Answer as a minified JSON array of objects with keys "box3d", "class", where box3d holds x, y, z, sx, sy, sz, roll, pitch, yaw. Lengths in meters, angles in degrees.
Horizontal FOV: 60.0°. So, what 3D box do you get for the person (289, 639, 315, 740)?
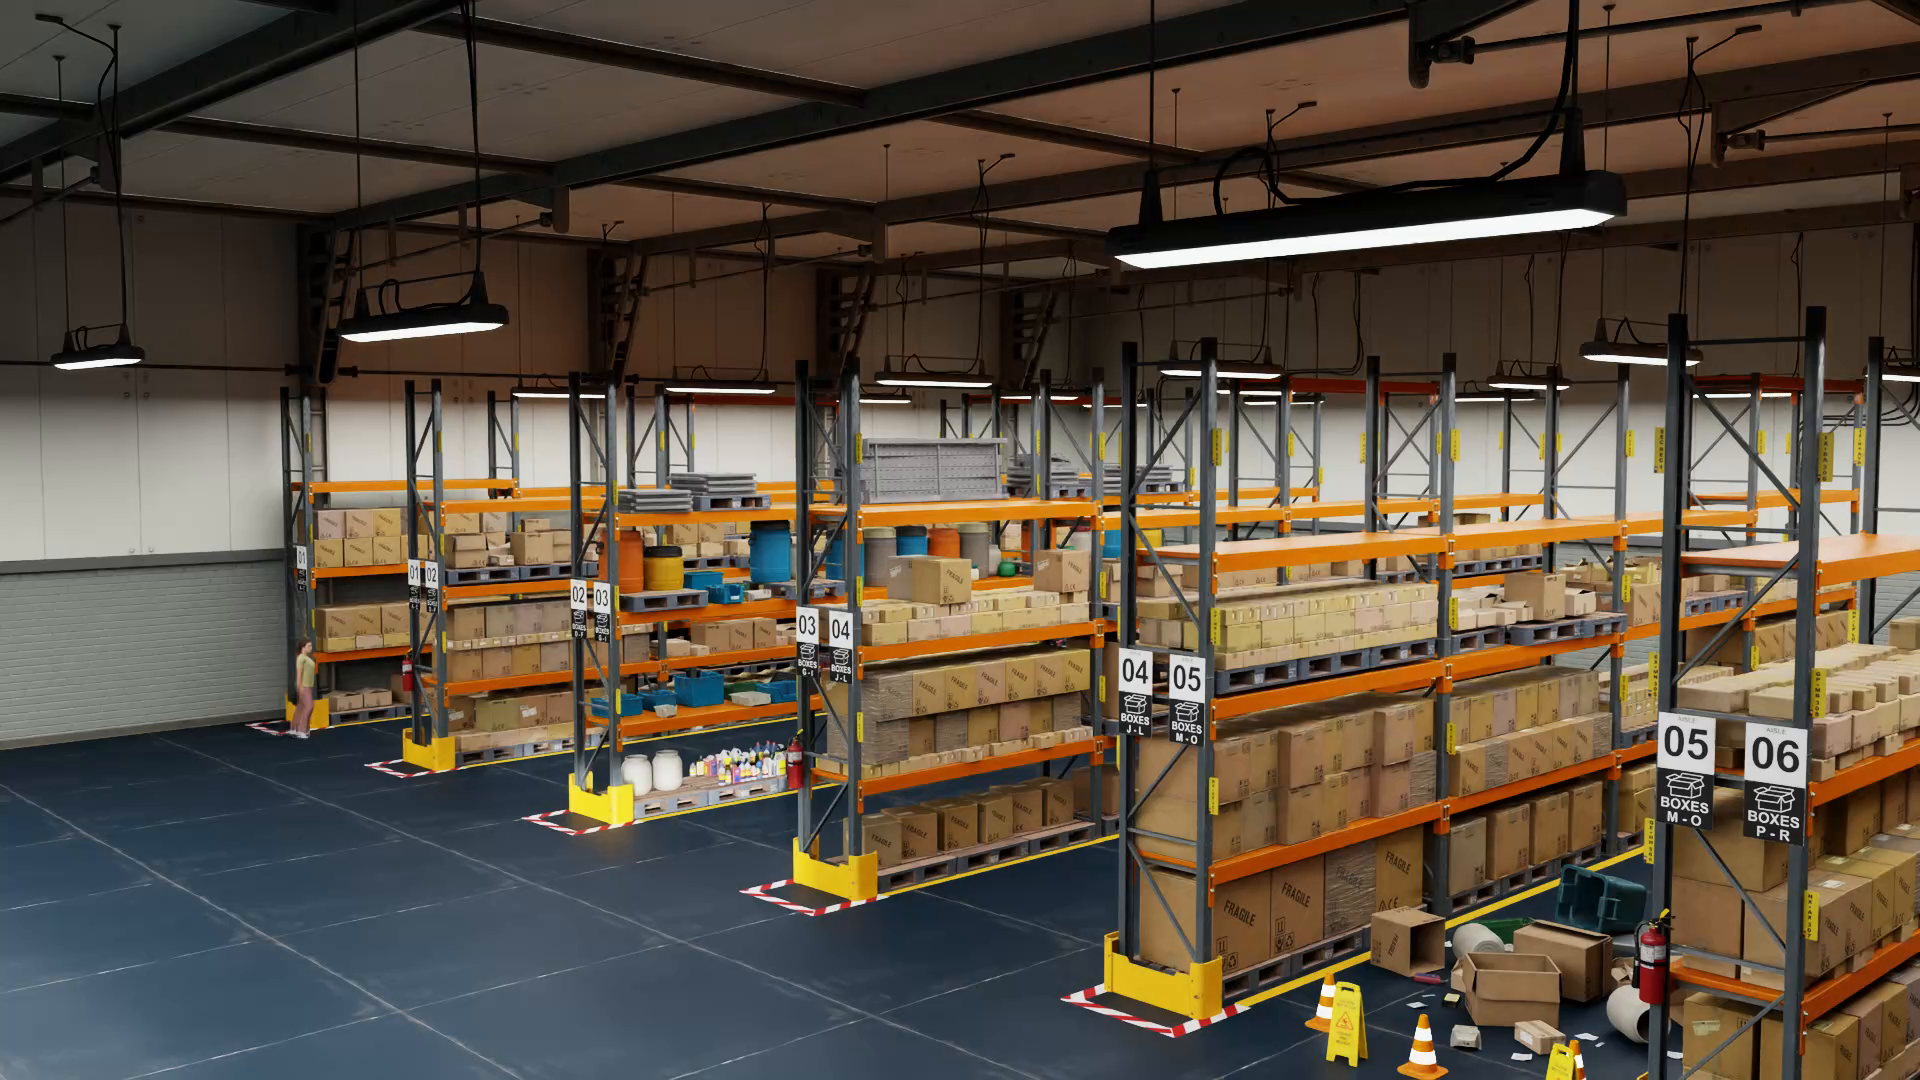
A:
[{"box3d":[-11.205,2.527,28.315,0.483,1.692,0.483,0,4,2],"class":"person"}]
